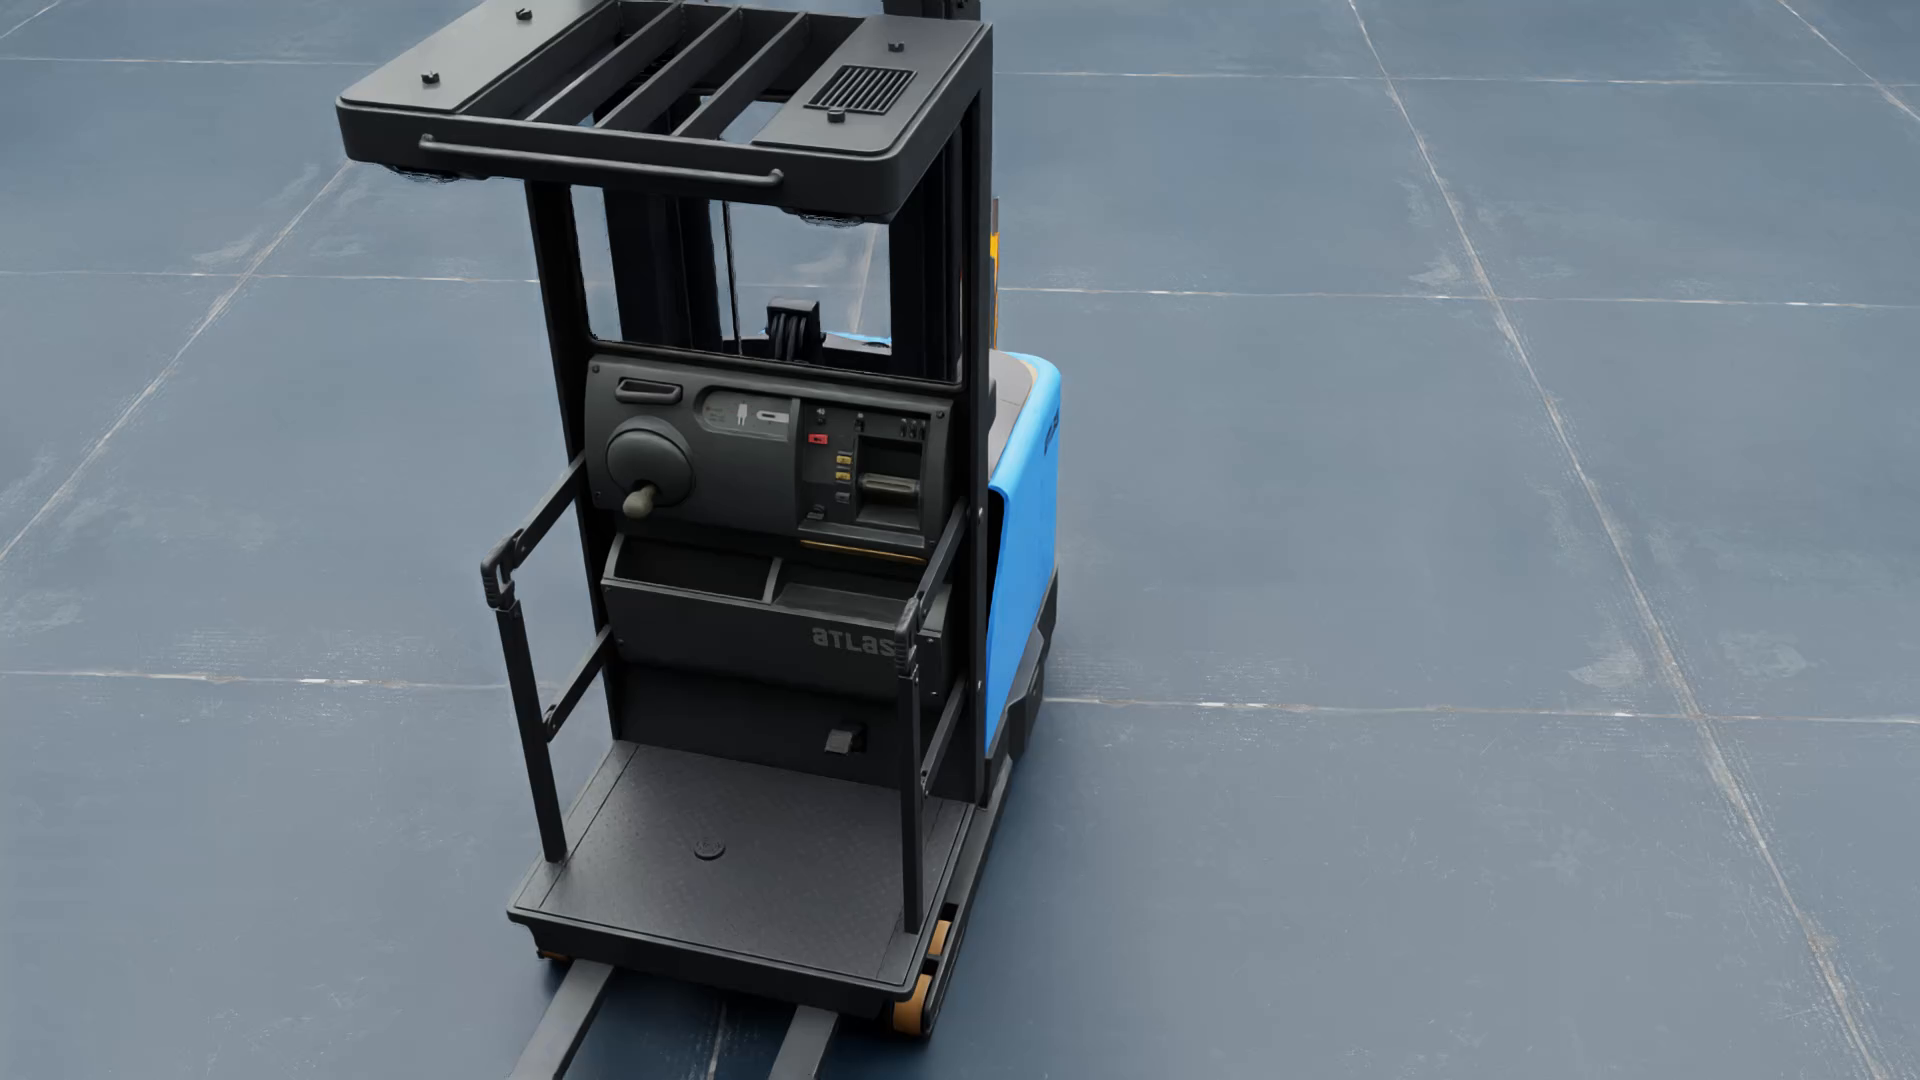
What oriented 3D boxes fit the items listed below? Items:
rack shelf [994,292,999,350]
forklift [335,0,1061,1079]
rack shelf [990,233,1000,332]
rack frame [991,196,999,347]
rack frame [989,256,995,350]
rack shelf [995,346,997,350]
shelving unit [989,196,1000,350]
[{"bbox_3d":[0.007,-0.714,5.950,0.258,0.148,0.480,1,35,2],"label":"rack shelf"},{"bbox_3d":[-0.531,-0.142,3.903,1.130,2.935,3.031,8,36,12],"label":"forklift"},{"bbox_3d":[0.007,-0.907,5.814,0.258,0.148,0.480,1,35,2],"label":"rack shelf"},{"bbox_3d":[0.016,-0.726,6.240,0.240,1.200,0.015,1,35,2],"label":"rack frame"},{"bbox_3d":[-0.003,-0.446,5.841,0.240,1.200,0.015,1,35,2],"label":"rack frame"},{"bbox_3d":[0.007,-0.531,6.079,0.258,0.148,0.480,1,35,2],"label":"rack shelf"},{"bbox_3d":[0.007,-0.586,6.040,0.258,1.200,0.503,1,35,2],"label":"shelving unit"}]
